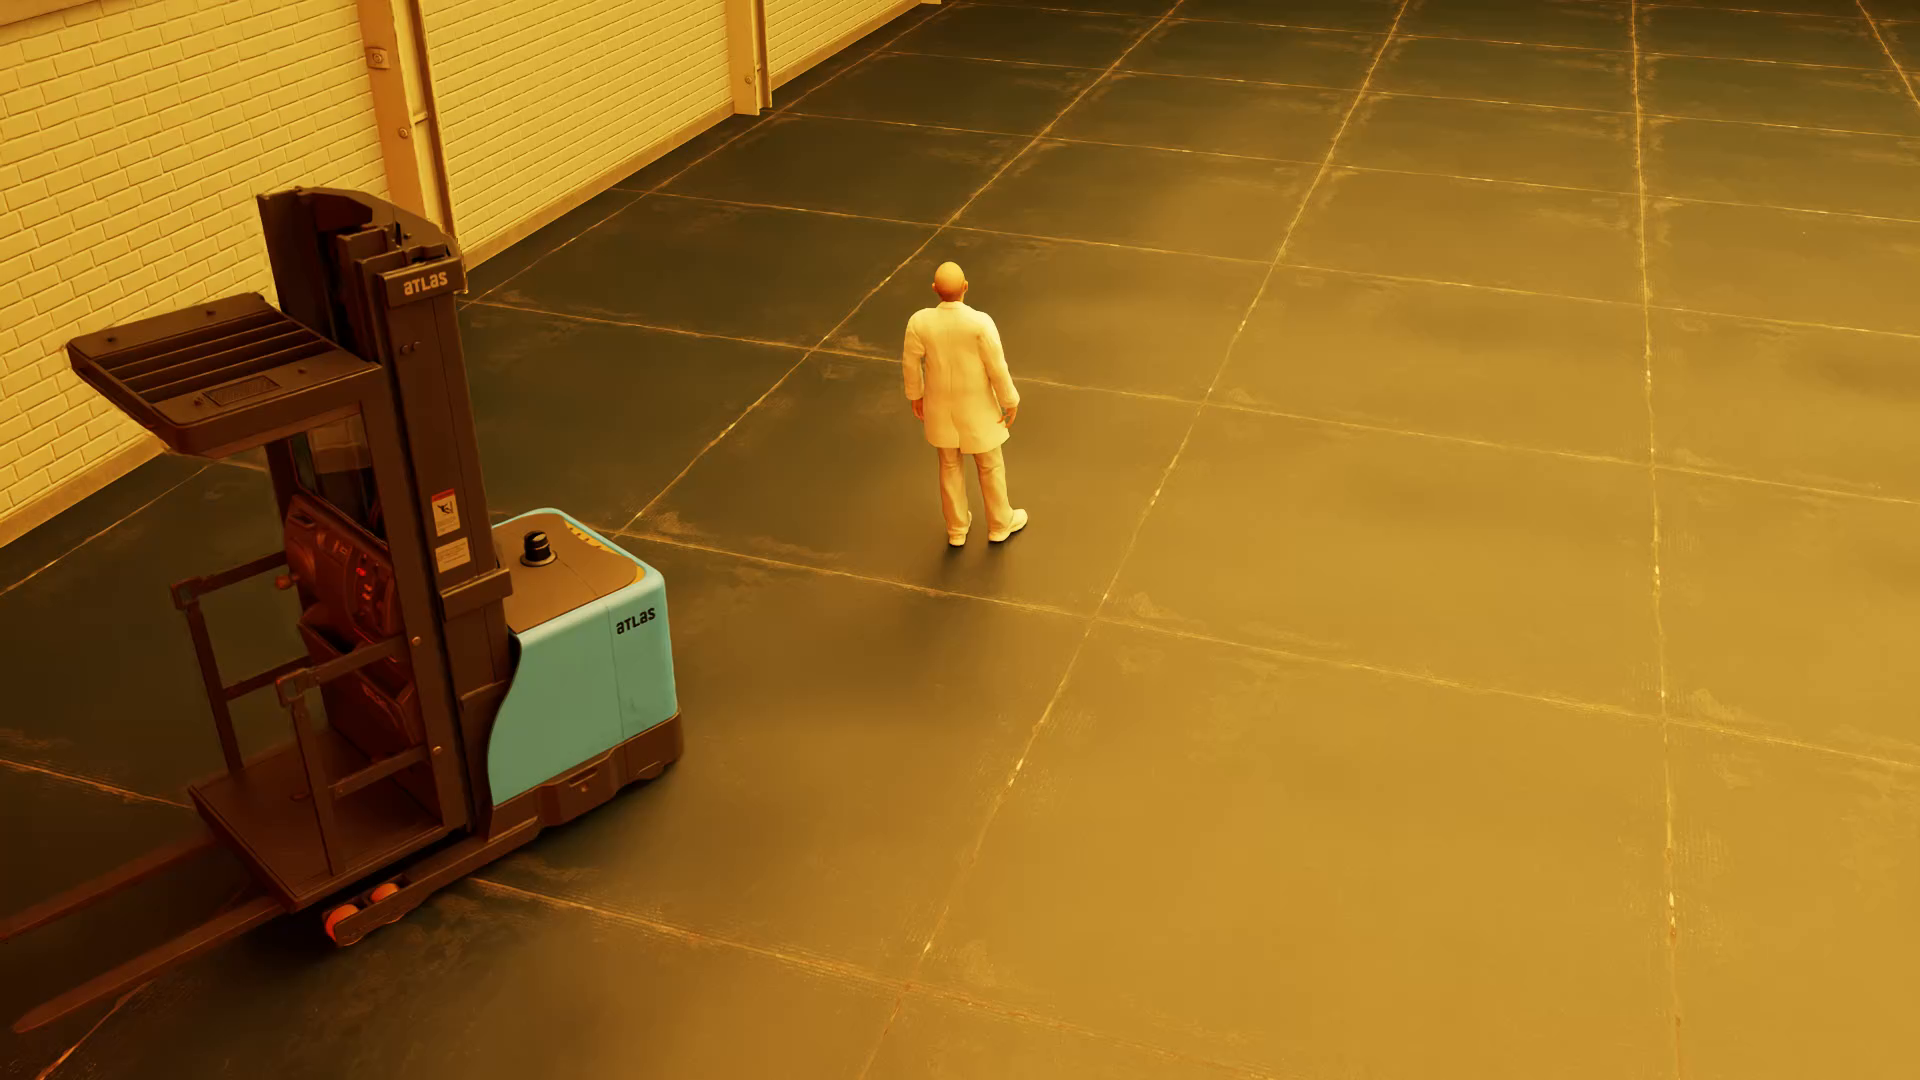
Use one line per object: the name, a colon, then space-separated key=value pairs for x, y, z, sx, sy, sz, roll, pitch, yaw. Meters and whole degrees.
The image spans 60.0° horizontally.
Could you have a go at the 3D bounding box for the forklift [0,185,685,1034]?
forklift: x=-2.753 y=0.159 z=6.857 sx=3.031 sy=2.935 sz=1.130 roll=-26 pitch=39 yaw=-38

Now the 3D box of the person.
person: x=0.033 y=-0.821 z=9.726 sx=0.696 sy=1.778 sz=0.578 roll=10 pitch=31 yaw=16
